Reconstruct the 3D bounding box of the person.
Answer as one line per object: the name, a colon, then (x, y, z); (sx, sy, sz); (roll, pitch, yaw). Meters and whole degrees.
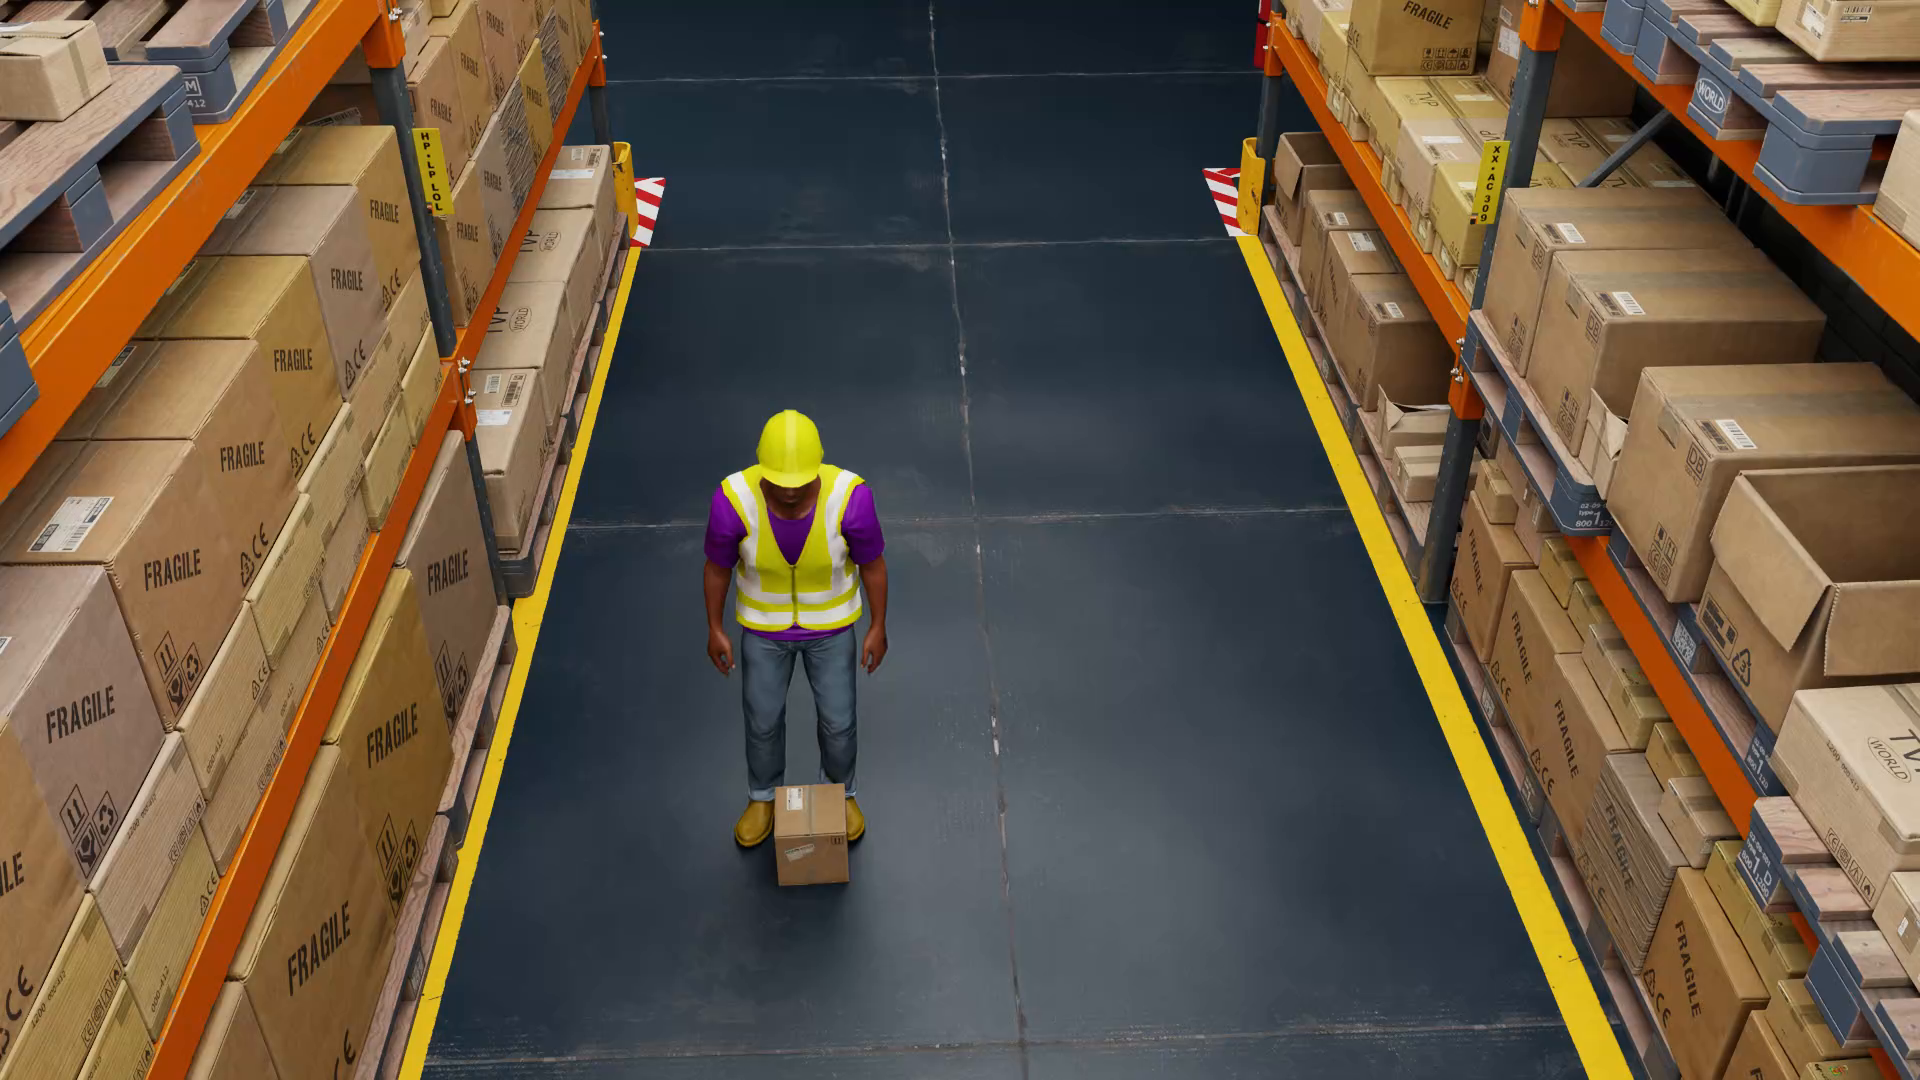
person: (-0.557, 0.304, 5.696); (0.627, 1.760, 0.461); (-1, 35, -2)
